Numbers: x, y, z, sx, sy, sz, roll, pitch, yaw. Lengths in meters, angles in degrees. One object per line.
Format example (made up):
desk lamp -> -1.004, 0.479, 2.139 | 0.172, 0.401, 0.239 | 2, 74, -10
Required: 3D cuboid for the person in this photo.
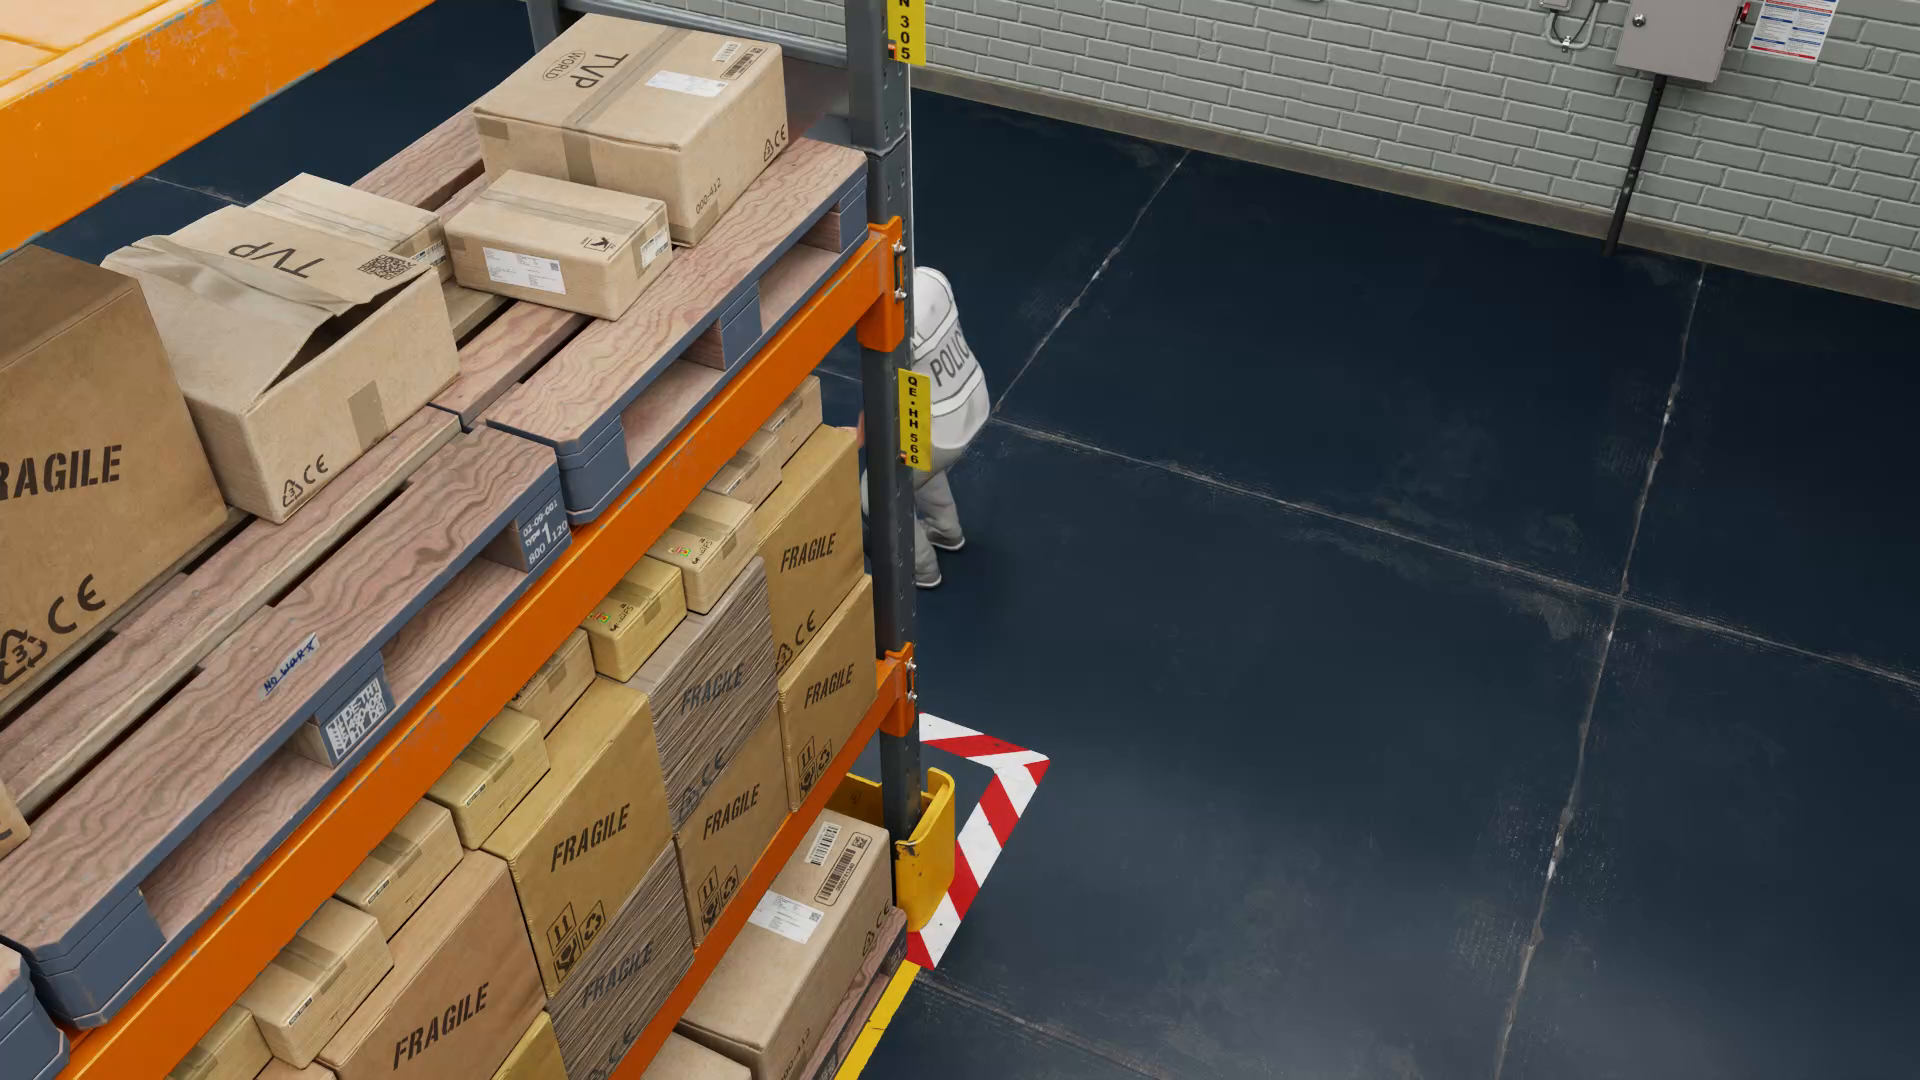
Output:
person -> -0.210, -0.507, 6.825 | 0.608, 1.629, 0.575 | 18, 45, 19
